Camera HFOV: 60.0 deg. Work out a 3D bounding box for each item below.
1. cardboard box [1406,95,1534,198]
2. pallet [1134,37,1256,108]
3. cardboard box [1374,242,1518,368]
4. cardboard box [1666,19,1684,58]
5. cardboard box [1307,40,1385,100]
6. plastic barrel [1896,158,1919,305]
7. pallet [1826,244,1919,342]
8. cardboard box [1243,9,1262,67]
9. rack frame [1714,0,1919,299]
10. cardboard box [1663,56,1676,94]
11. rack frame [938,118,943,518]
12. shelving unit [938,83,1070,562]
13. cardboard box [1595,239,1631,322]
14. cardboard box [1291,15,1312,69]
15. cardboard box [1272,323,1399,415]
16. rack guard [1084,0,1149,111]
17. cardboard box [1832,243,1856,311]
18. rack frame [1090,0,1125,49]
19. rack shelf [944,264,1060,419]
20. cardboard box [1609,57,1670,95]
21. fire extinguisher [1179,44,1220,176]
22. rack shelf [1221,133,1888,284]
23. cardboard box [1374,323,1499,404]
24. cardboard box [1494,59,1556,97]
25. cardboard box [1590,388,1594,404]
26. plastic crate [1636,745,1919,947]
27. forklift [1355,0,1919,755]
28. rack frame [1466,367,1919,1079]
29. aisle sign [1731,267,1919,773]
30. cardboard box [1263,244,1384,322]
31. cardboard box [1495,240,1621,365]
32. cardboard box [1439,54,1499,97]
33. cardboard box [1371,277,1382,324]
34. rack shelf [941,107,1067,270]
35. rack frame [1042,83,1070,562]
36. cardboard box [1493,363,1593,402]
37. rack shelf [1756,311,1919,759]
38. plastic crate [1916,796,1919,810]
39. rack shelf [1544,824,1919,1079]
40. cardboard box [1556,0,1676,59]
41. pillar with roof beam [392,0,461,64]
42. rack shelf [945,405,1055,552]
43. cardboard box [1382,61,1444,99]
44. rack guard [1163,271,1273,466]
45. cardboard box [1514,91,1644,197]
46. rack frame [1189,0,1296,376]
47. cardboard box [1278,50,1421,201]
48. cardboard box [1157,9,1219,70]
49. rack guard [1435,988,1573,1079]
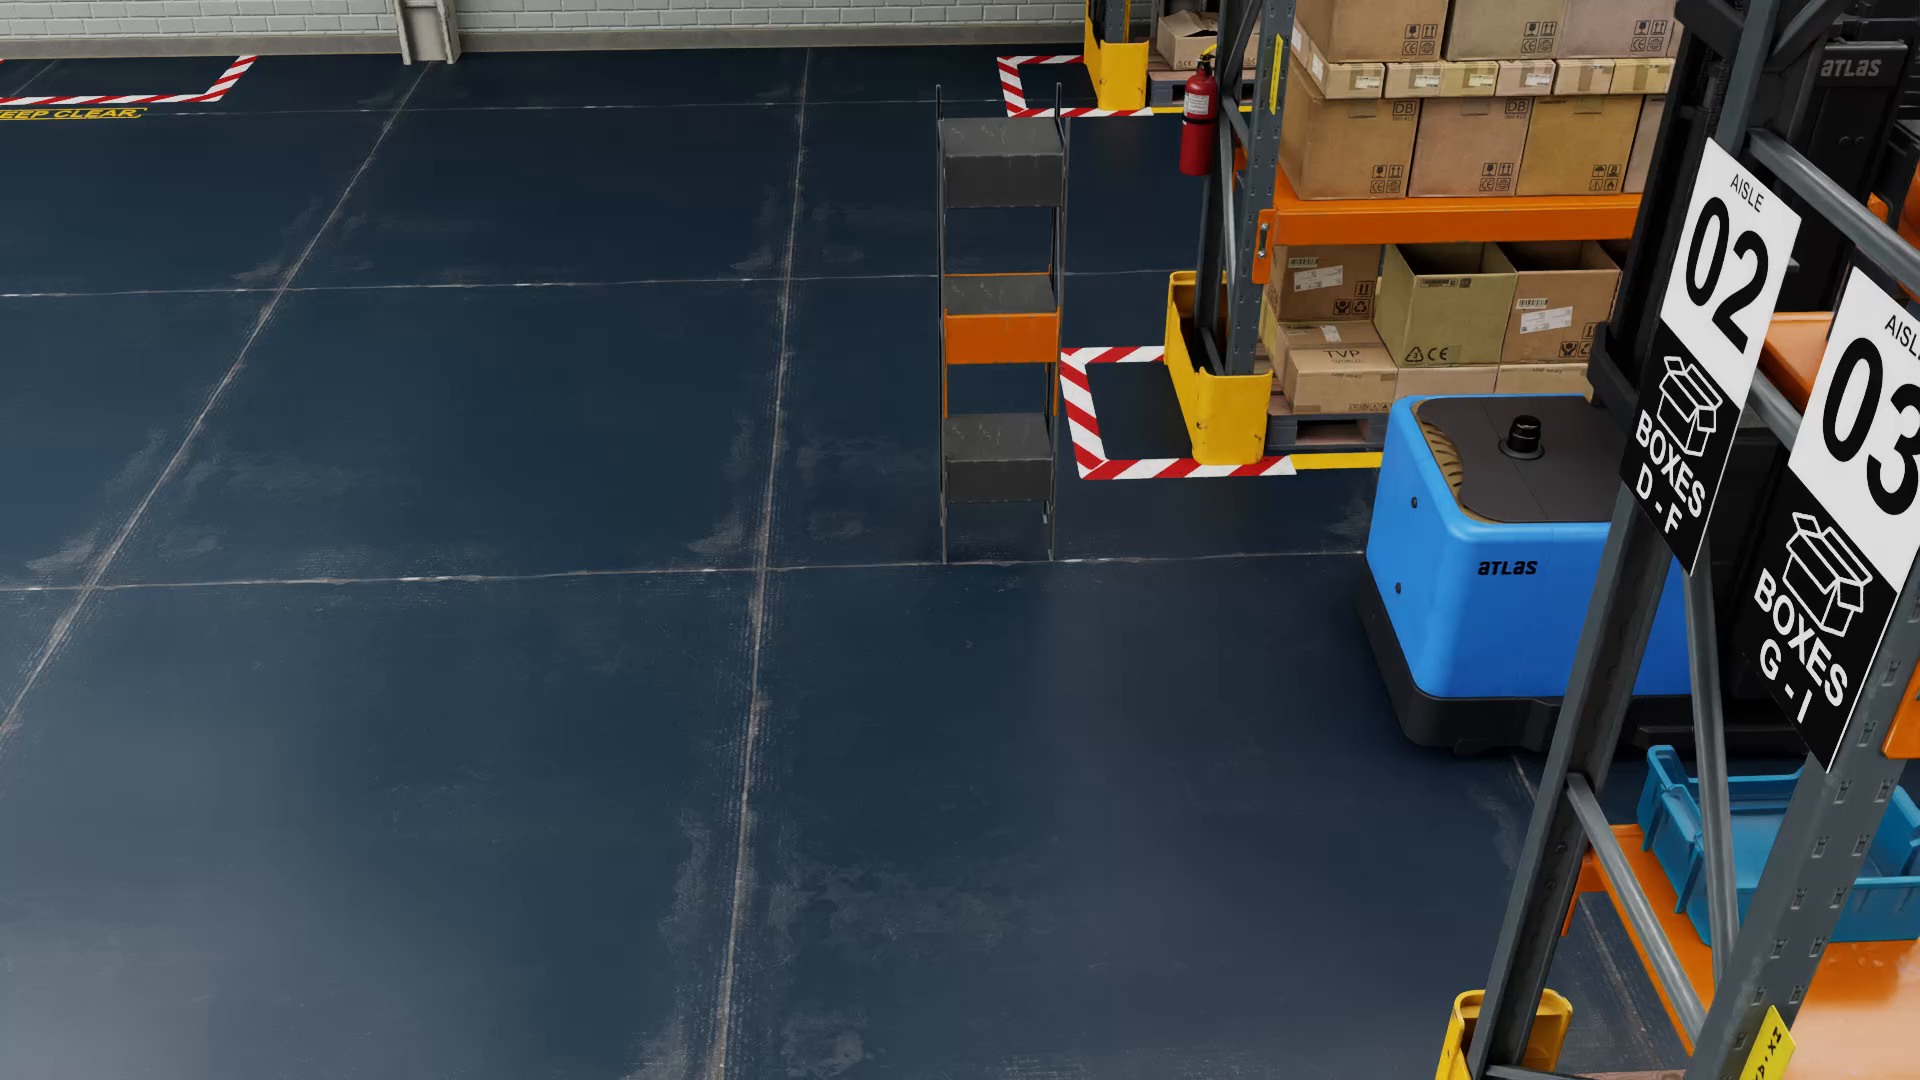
[{"bbox_3d":[4.548,-1.777,8.332,4.930,1.340,1.023,-1,35,-1],"label":"cardboard box"},{"bbox_3d":[1.996,-3.614,12.786,1.213,0.211,1.003,-2,35,-2],"label":"pallet"},{"bbox_3d":[2.391,-1.194,8.227,0.500,0.500,0.500,-2,35,-2],"label":"cardboard box"},{"bbox_3d":[3.394,-2.567,7.596,0.500,0.500,0.700,-2,35,-2],"label":"cardboard box"},{"bbox_3d":[1.748,-2.137,7.544,0.250,0.149,0.380,-2,35,-3],"label":"cardboard box"},{"bbox_3d":[2.056,-0.793,2.878,0.708,0.830,0.600,-2,35,-2],"label":"plastic barrel"},{"bbox_3d":[2.407,-0.248,3.002,1.213,0.211,1.003,-2,35,-2],"label":"pallet"},{"bbox_3d":[2.372,-3.815,12.602,0.500,0.311,0.500,1,35,2],"label":"cardboard box"},{"bbox_3d":[1.576,-1.592,2.143,0.127,3.000,1.000,-2,35,-2],"label":"rack frame"},{"bbox_3d":[3.283,-2.178,7.603,0.250,0.149,0.380,-1,35,-2],"label":"cardboard box"},{"bbox_3d":[-0.078,-0.861,7.148,0.006,1.831,0.380,-2,35,-2],"label":"rack frame"},{"bbox_3d":[0.168,-0.868,7.159,0.499,2.100,0.431,-2,35,-2],"label":"shelving unit"},{"bbox_3d":[3.390,-1.218,8.263,0.500,0.500,0.500,-2,35,-2],"label":"cardboard box"},{"bbox_3d":[1.718,-2.367,7.877,0.250,0.149,0.380,-2,35,-3],"label":"cardboard box"},{"bbox_3d":[1.892,-0.871,8.420,0.500,0.250,0.500,-2,35,-2],"label":"cardboard box"},{"bbox_3d":[1.183,-3.731,12.702,0.348,0.500,1.175,-2,35,-2],"label":"rack guard"},{"bbox_3d":[4.388,-1.255,8.316,0.500,0.500,0.500,-2,35,-2],"label":"cardboard box"},{"bbox_3d":[1.107,-4.757,11.987,0.127,3.000,1.000,-2,35,-2],"label":"rack frame"},{"bbox_3d":[0.165,-0.857,7.167,0.480,0.518,0.431,-2,35,-2],"label":"rack shelf"},{"bbox_3d":[3.034,-2.173,7.596,0.250,0.149,0.380,-2,35,-3],"label":"cardboard box"},{"bbox_3d":[1.205,-2.170,8.318,0.183,0.674,0.296,-2,35,-2],"label":"fire extinguisher"},{"bbox_3d":[3.343,-1.699,8.201,4.000,0.370,1.077,-2,35,-2],"label":"rack shelf"},{"bbox_3d":[2.391,-0.886,8.442,0.500,0.250,0.500,-2,35,-2],"label":"cardboard box"},{"bbox_3d":[2.513,-2.157,7.573,0.250,0.149,0.380,-2,35,-3],"label":"cardboard box"},{"bbox_3d":[3.390,-0.910,8.477,0.500,0.250,0.500,-2,35,-2],"label":"cardboard box"},{"bbox_3d":[2.062,0.752,4.158,0.616,0.251,0.499,-2,35,-2],"label":"plastic crate"},{"bbox_3d":[2.355,-0.830,6.374,4.795,2.935,1.782,-1,35,-1],"label":"forklift"},{"bbox_3d":[1.576,0.875,3.850,0.127,3.000,1.000,-2,35,-2],"label":"rack frame"},{"bbox_3d":[1.518,-0.026,2.867,0.004,0.787,0.394,-2,35,-2],"label":"aisle sign"},{"bbox_3d":[1.867,-1.475,8.633,0.500,0.500,0.500,-2,35,-2],"label":"cardboard box"},{"bbox_3d":[2.890,-1.215,8.257,0.500,0.500,0.500,-2,35,-2],"label":"cardboard box"},{"bbox_3d":[2.260,-2.151,7.565,0.250,0.149,0.380,-1,35,-2],"label":"cardboard box"},{"bbox_3d":[2.366,-1.186,8.874,0.500,0.250,0.500,-2,35,-2],"label":"cardboard box"},{"bbox_3d":[0.165,-1.432,6.768,0.480,0.518,0.431,-2,35,-2],"label":"rack shelf"},{"bbox_3d":[0.409,-0.874,7.168,0.015,2.100,0.400,-2,35,-2],"label":"rack frame"},{"bbox_3d":[2.890,-0.900,8.461,0.500,0.250,0.500,-2,35,-2],"label":"cardboard box"},{"bbox_3d":[3.574,-0.117,3.279,4.000,0.370,1.077,-2,35,-2],"label":"rack shelf"},{"bbox_3d":[2.711,0.738,4.178,0.408,0.251,0.499,-2,35,-2],"label":"plastic crate"},{"bbox_3d":[3.574,1.117,4.133,4.000,0.370,1.077,-2,35,-2],"label":"rack shelf"},{"bbox_3d":[2.894,-2.553,7.576,0.500,0.500,0.700,-1,35,-2],"label":"cardboard box"},{"bbox_3d":[-4.024,-5.125,7.248,0.400,9.000,9.100,-2,35,-2],"label":"pillar with roof beam"},{"bbox_3d":[0.165,-0.281,7.565,0.480,0.518,0.431,-2,35,-2],"label":"rack shelf"},{"bbox_3d":[2.011,-2.146,7.556,0.250,0.149,0.380,-2,35,-3],"label":"cardboard box"},{"bbox_3d":[1.322,-0.912,8.629,0.348,0.500,1.175,-2,35,-2],"label":"rack guard"},{"bbox_3d":[2.833,-2.014,7.937,0.500,0.500,0.700,-1,35,-2],"label":"cardboard box"},{"bbox_3d":[1.346,-1.941,7.919,0.127,3.000,1.000,-2,35,-2],"label":"rack frame"},{"bbox_3d":[1.812,-1.987,7.898,0.500,0.500,0.700,-2,35,-2],"label":"cardboard box"},{"bbox_3d":[1.803,-3.799,12.580,0.500,0.311,0.500,-5,35,-8],"label":"cardboard box"},{"bbox_3d":[1.650,1.874,4.603,0.348,0.500,1.175,-2,35,-2],"label":"rack guard"}]
